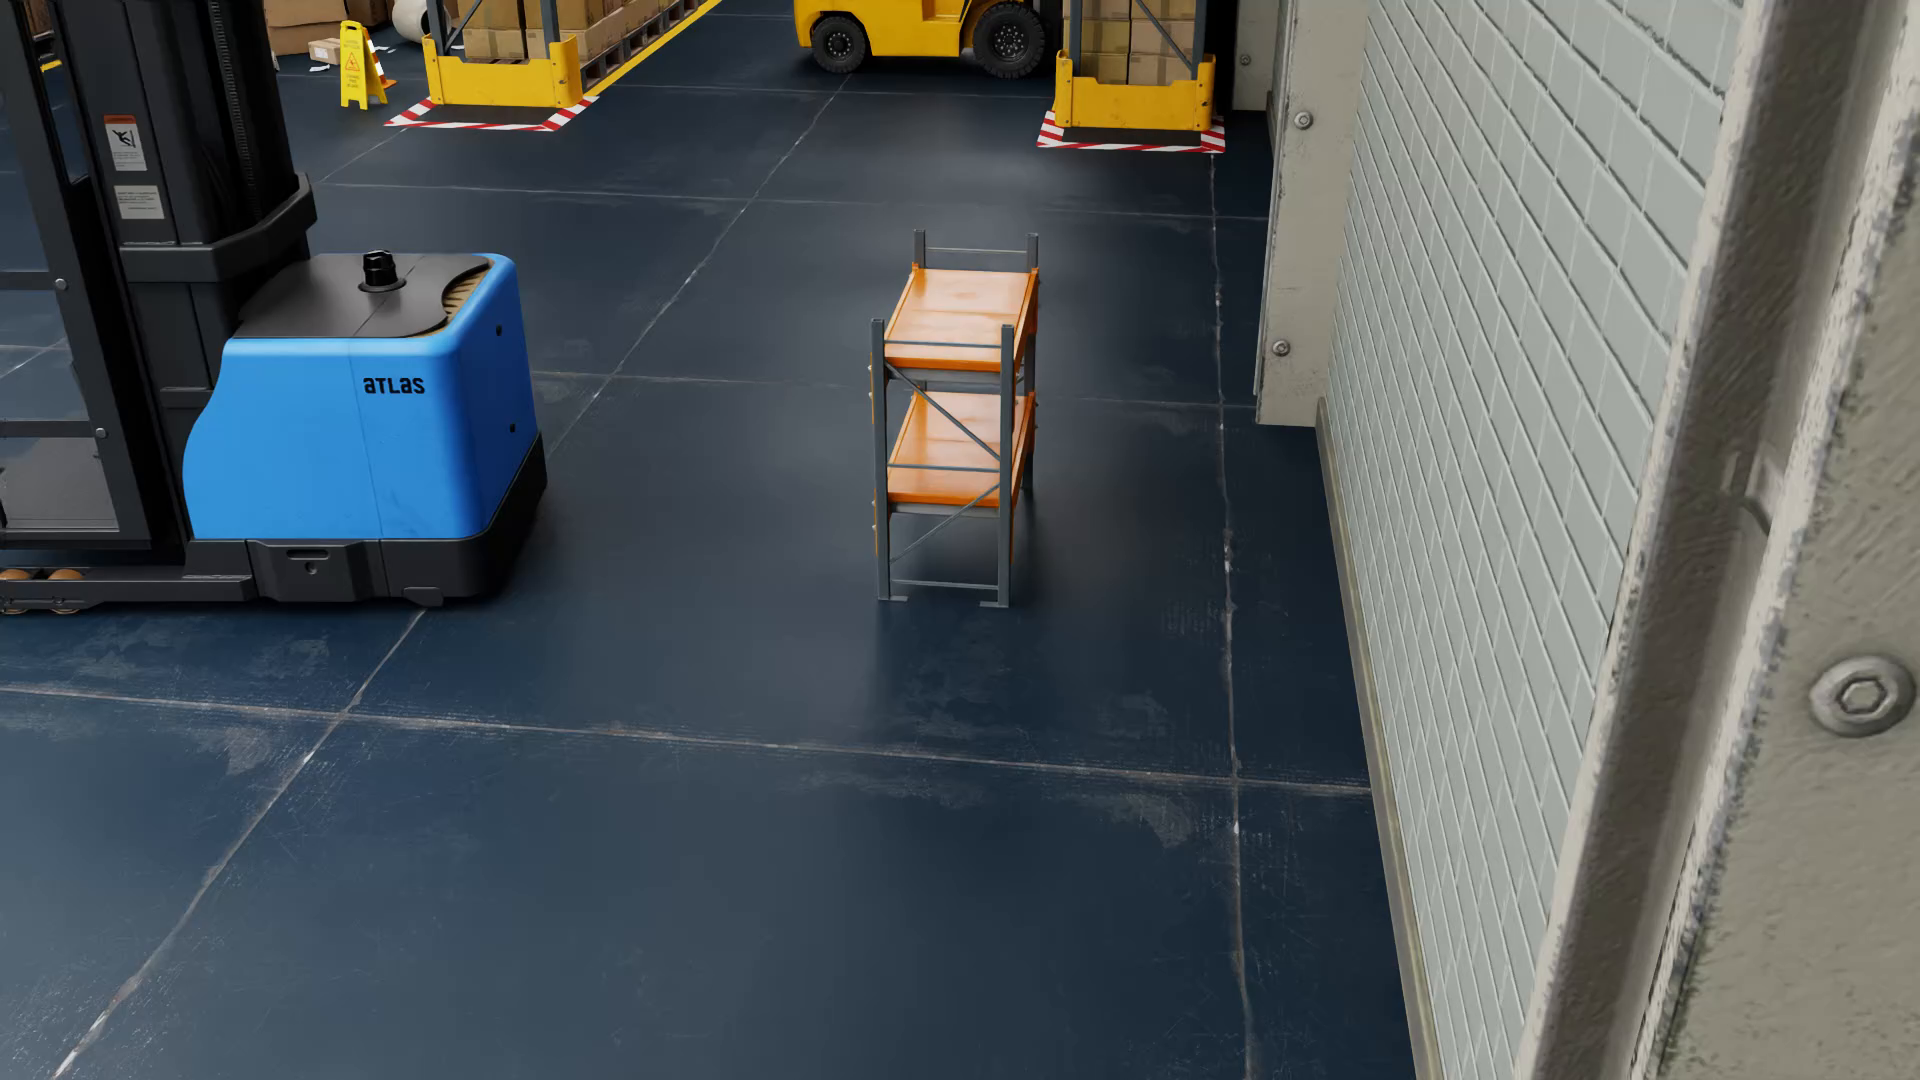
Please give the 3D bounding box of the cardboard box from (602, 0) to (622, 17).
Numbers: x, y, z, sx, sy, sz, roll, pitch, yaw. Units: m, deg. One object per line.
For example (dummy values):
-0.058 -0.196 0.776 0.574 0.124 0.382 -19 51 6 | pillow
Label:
-3.177 -4.709 13.993 0.500 0.500 0.500 2 28 4 | cardboard box

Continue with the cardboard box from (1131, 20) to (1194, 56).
1.578 -3.900 12.756 0.500 0.250 0.500 4 29 7 | cardboard box

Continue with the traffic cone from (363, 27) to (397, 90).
-4.840 -3.944 13.582 0.336 0.463 0.334 3 28 6 | traffic cone

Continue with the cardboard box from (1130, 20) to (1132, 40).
1.136 -4.174 13.263 0.500 0.250 0.500 3 28 6 | cardboard box

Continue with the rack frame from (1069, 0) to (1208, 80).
1.314 -4.496 11.933 1.000 3.000 0.127 3 28 6 | rack frame

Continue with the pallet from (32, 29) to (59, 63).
-8.517 -4.176 14.280 1.003 0.211 1.213 3 28 6 | pallet

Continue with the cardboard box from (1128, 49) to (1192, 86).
1.568 -3.691 12.894 0.500 0.250 0.500 3 29 6 | cardboard box

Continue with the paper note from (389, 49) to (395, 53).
-5.072 -4.365 14.841 0.032 0.001 0.123 3 28 6 | paper note

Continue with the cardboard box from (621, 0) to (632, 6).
-3.108 -4.944 14.431 0.500 0.500 0.500 4 29 7 | cardboard box

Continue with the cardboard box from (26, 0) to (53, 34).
-8.414 -5.010 14.684 0.875 0.875 0.875 3 28 5 | cardboard box

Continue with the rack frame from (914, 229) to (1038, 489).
0.063 -0.738 6.933 0.500 1.125 0.032 3 28 6 | rack frame

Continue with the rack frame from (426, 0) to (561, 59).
-3.613 -4.783 12.466 1.000 3.000 0.127 3 28 6 | rack frame

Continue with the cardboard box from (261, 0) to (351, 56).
-5.910 -4.658 14.866 0.797 0.503 0.637 -17 33 -29 | cardboard box

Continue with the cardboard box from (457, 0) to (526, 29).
-3.773 -4.480 13.568 0.500 0.500 0.500 4 29 7 | cardboard box

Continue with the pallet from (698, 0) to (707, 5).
-3.029 -5.805 17.302 1.003 0.211 1.213 3 28 6 | pallet

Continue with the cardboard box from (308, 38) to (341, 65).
-5.457 -4.262 14.504 0.380 0.149 0.250 20 34 32 | cardboard box

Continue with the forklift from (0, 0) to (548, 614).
-3.261 -1.263 6.004 3.031 2.935 1.130 0 28 0 | forklift

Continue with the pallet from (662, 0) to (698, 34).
-3.170 -5.120 16.031 1.003 0.211 1.213 3 28 6 | pallet

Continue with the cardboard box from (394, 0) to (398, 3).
-5.352 -5.204 16.129 0.258 0.266 0.396 -17 33 -29 | cardboard box

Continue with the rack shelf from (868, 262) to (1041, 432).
0.001 -0.756 6.350 0.538 0.278 1.000 3 28 6 | rack shelf

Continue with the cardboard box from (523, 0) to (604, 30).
-3.237 -4.462 13.536 0.500 0.500 0.500 2 28 4 | cardboard box

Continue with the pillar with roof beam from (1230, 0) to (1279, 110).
-1.979 -7.663 11.486 9.100 9.000 0.400 3 28 6 | pillar with roof beam

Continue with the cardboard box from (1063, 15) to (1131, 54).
1.064 -3.938 12.826 0.500 0.250 0.500 3 28 6 | cardboard box

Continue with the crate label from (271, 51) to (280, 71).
-5.949 -4.078 14.176 0.250 0.136 0.298 -11 30 -20 | crate label

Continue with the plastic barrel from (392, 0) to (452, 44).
-4.862 -4.709 15.045 0.421 0.421 0.512 -24 36 -37 | plastic barrel

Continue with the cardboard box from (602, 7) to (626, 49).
-3.169 -4.361 14.138 0.500 0.250 0.500 4 29 8 | cardboard box

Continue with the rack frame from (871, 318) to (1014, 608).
-0.061 -0.259 6.045 0.500 1.125 0.032 3 28 6 | rack frame

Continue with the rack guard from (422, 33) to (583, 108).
-3.603 -3.718 13.125 1.175 0.500 0.348 3 28 6 | rack guard

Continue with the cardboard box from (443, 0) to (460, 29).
-4.604 -5.141 15.763 0.500 0.500 0.500 -24 36 -37 | cardboard box

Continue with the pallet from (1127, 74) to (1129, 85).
1.366 -3.631 13.268 1.003 0.211 1.213 3 28 6 | pallet

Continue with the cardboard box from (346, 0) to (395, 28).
-5.804 -5.158 15.651 0.797 0.637 0.503 3 28 6 | cardboard box

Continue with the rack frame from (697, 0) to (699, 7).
-3.122 -6.666 15.961 1.000 3.000 0.127 3 28 6 | rack frame

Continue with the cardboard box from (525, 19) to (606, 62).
-3.239 -4.121 13.693 0.500 0.250 0.500 3 28 6 | cardboard box

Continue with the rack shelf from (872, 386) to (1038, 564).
0.001 -0.283 6.605 0.538 0.278 1.000 3 28 6 | rack shelf

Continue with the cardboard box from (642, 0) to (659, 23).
-3.050 -4.856 15.057 0.500 0.250 0.500 4 29 7 | cardboard box

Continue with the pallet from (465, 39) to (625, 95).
-3.469 -3.972 13.899 1.003 0.211 1.213 3 28 6 | pallet

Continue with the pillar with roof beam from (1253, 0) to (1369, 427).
-2.714 -4.839 6.244 9.100 9.000 0.400 3 28 6 | pillar with roof beam

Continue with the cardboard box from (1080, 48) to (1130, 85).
1.058 -3.710 12.931 0.500 0.250 0.500 4 29 7 | cardboard box

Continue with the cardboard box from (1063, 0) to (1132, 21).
1.061 -4.146 12.685 0.500 0.250 0.500 4 29 8 | cardboard box

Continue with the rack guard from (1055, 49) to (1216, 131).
1.311 -3.385 12.505 1.175 0.500 0.348 3 28 6 | rack guard

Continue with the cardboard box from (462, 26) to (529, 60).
-3.778 -4.165 13.774 0.500 0.250 0.500 3 28 6 | cardboard box

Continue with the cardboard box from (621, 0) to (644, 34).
-3.115 -4.619 14.616 0.500 0.250 0.500 5 29 10 | cardboard box

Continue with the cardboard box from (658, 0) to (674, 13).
-2.983 -5.095 15.501 0.500 0.250 0.500 3 28 5 | cardboard box

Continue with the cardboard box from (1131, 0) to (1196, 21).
1.561 -4.126 12.648 0.500 0.250 0.500 3 28 5 | cardboard box

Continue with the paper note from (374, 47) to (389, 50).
-5.219 -4.423 14.939 0.148 0.019 0.142 14 31 24 | paper note

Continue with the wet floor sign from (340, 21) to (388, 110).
-4.698 -3.719 12.973 0.267 0.644 0.232 14 31 24 | wet floor sign

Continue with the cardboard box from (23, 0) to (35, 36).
-8.520 -4.596 13.915 0.875 0.875 0.875 4 29 6 | cardboard box

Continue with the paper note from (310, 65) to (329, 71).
-5.472 -4.037 14.210 0.148 0.019 0.142 -6 29 -11 | paper note

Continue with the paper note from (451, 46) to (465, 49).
-4.505 -4.441 14.962 0.142 0.019 0.148 -6 29 -11 | paper note

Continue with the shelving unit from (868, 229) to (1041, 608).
0.001 -0.498 6.489 0.538 1.125 1.048 3 28 6 | shelving unit

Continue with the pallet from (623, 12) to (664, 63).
-3.317 -4.544 14.962 1.003 0.211 1.213 3 28 6 | pallet

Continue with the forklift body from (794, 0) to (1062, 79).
-0.264 -5.121 13.988 2.313 2.155 1.214 3 28 6 | forklift body
